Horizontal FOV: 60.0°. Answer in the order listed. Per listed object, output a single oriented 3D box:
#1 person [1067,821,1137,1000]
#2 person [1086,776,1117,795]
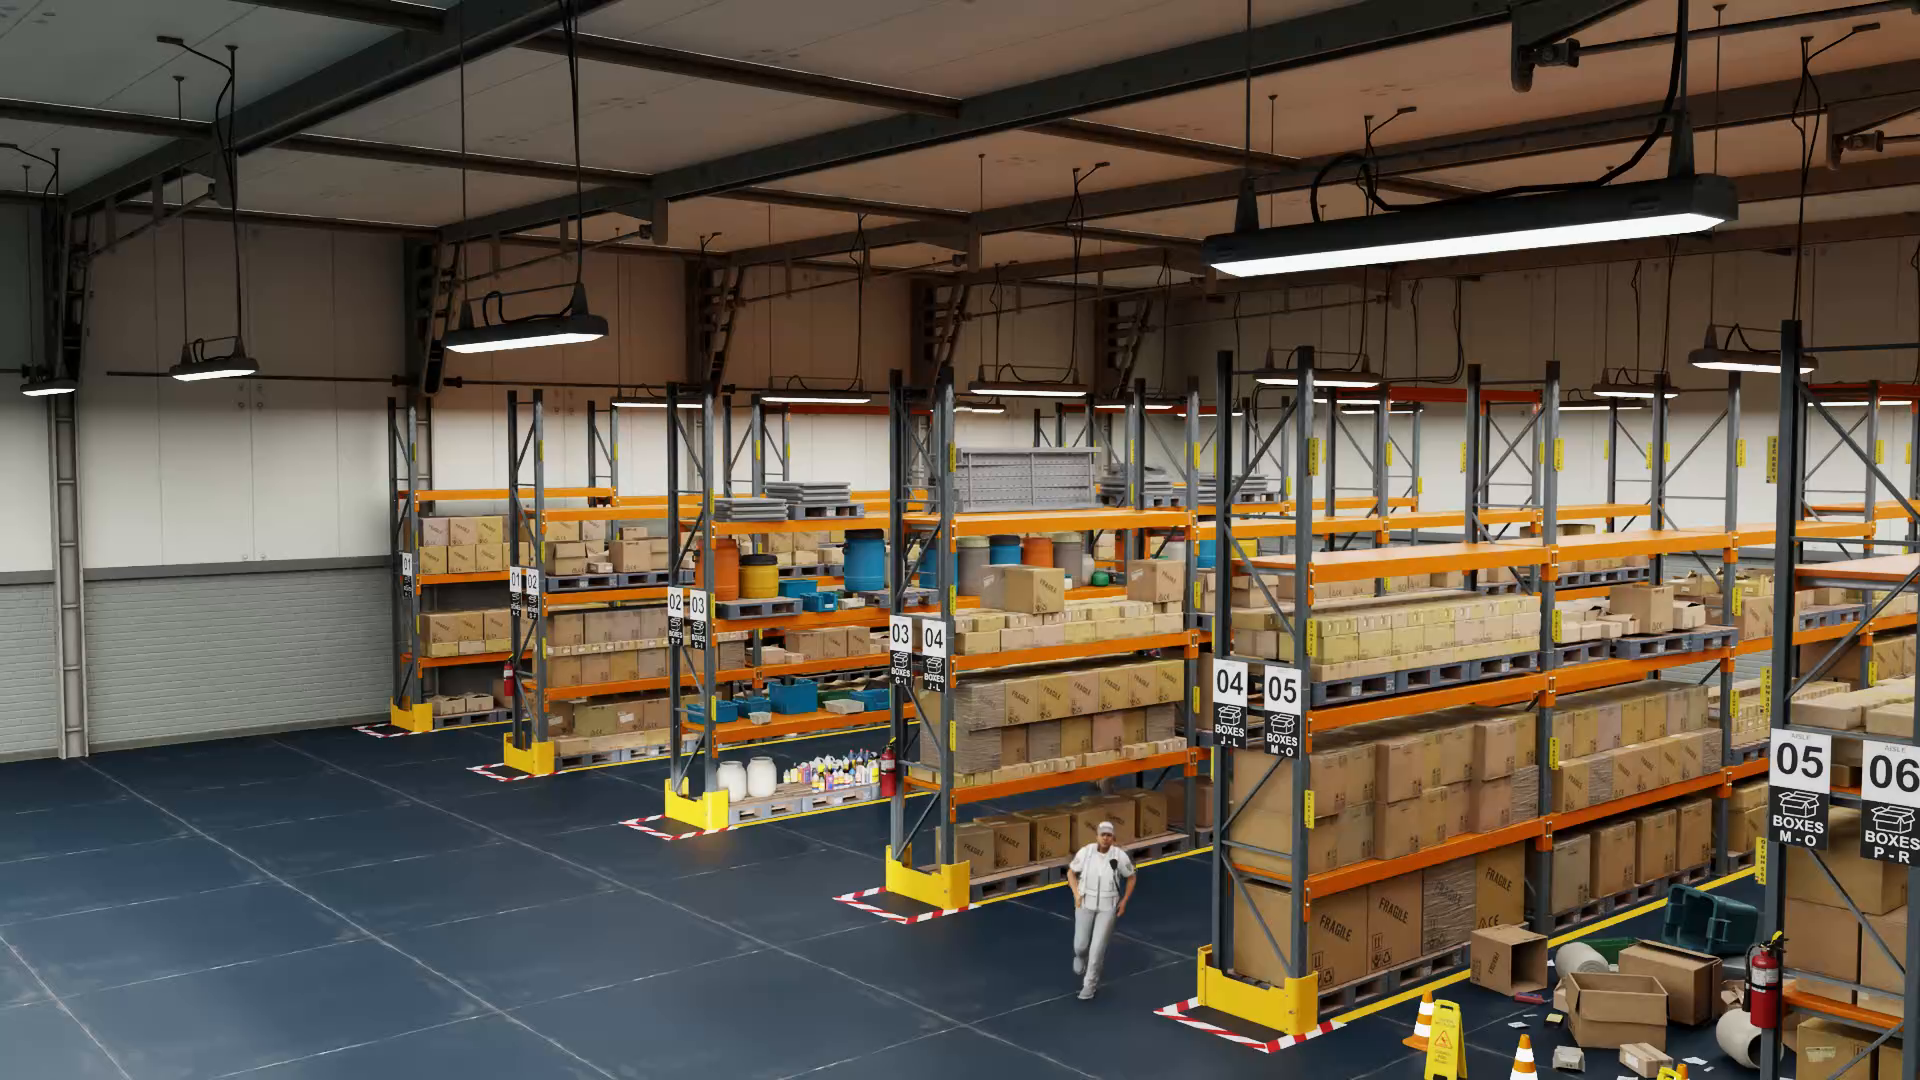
[{"bbox_3d":[1.337,3.441,15.669,0.654,1.624,0.644,0,3,6],"label":"person"},{"bbox_3d":[2.023,2.985,22.881,0.596,1.679,0.641,-3,5,-44],"label":"person"}]
